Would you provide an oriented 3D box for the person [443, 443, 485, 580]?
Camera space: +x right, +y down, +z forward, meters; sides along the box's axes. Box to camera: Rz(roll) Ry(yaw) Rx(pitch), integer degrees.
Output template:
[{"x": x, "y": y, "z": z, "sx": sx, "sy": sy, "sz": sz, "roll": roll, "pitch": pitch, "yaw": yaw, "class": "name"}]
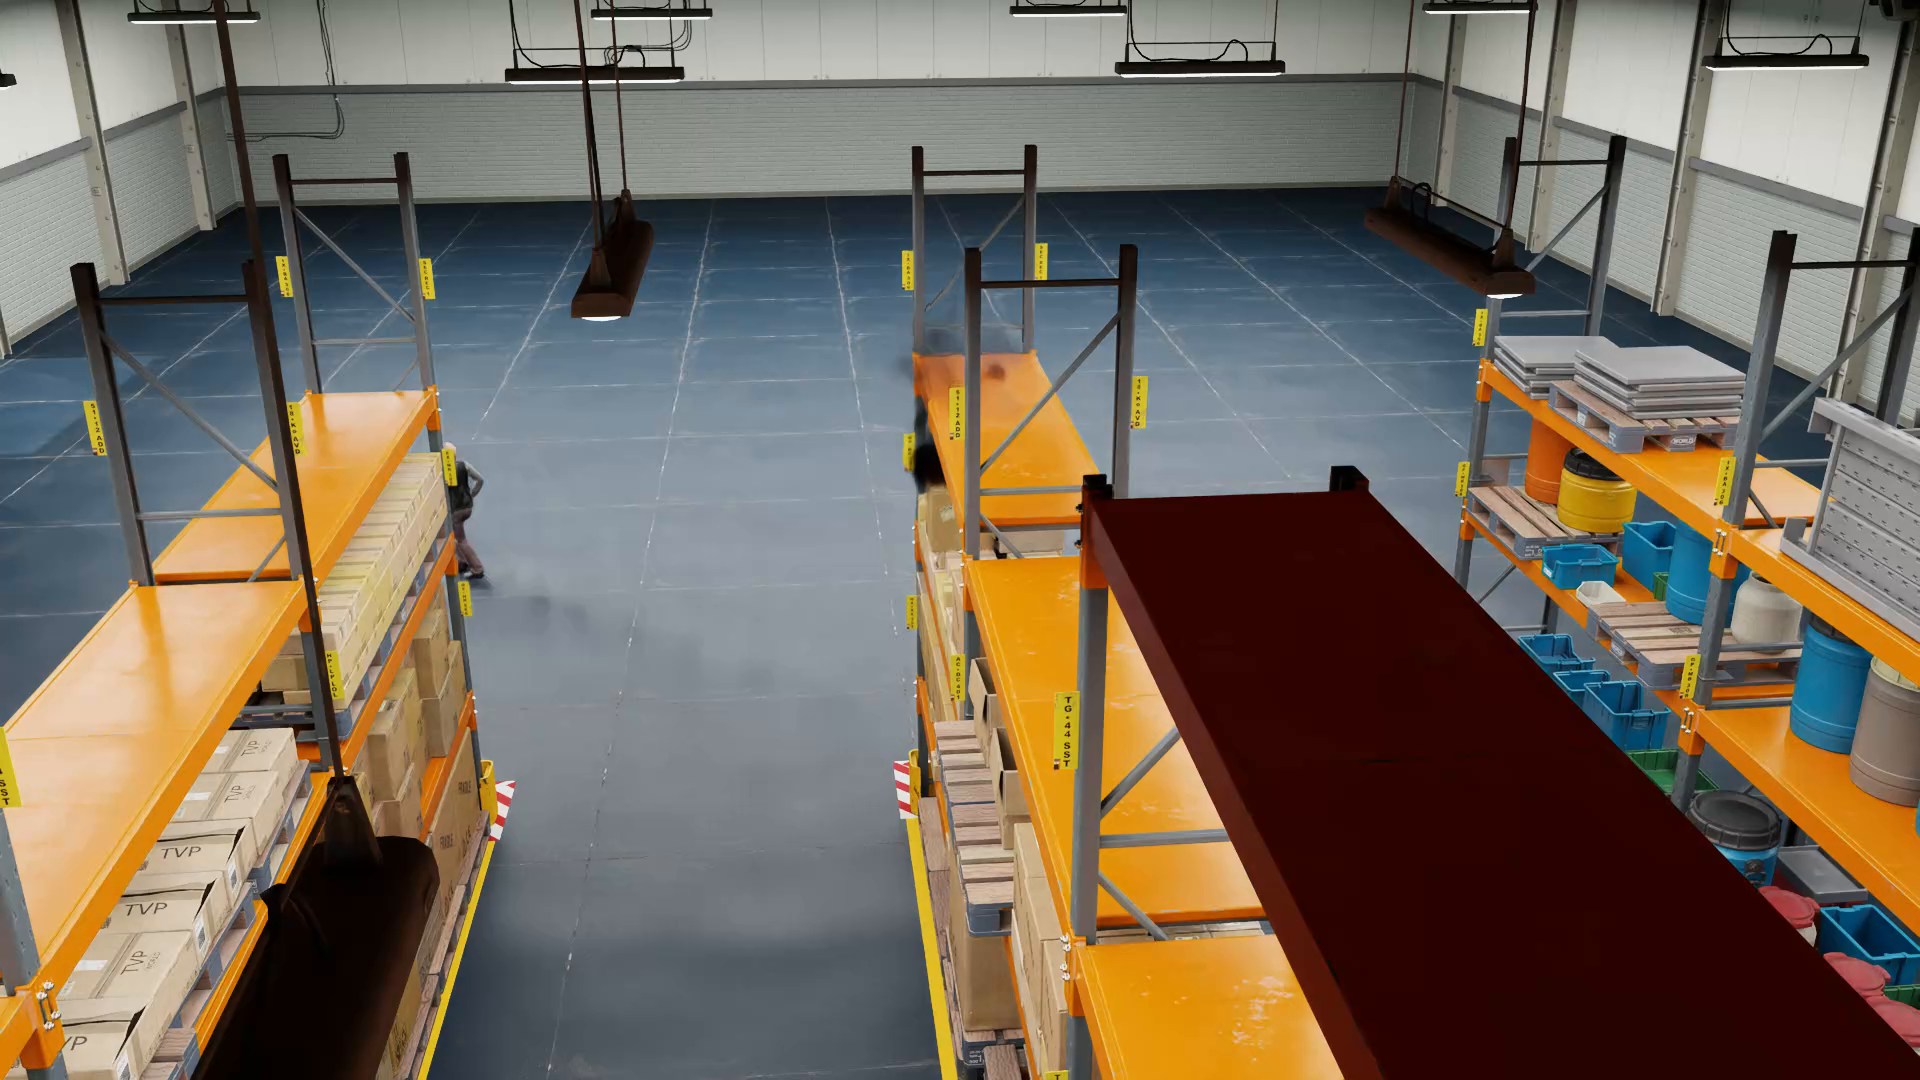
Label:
[{"x": -6.120, "y": -0.308, "z": 20.140, "sx": 0.767, "sy": 1.790, "sz": 0.626, "roll": 14, "pitch": 25, "yaw": 31, "class": "person"}]
